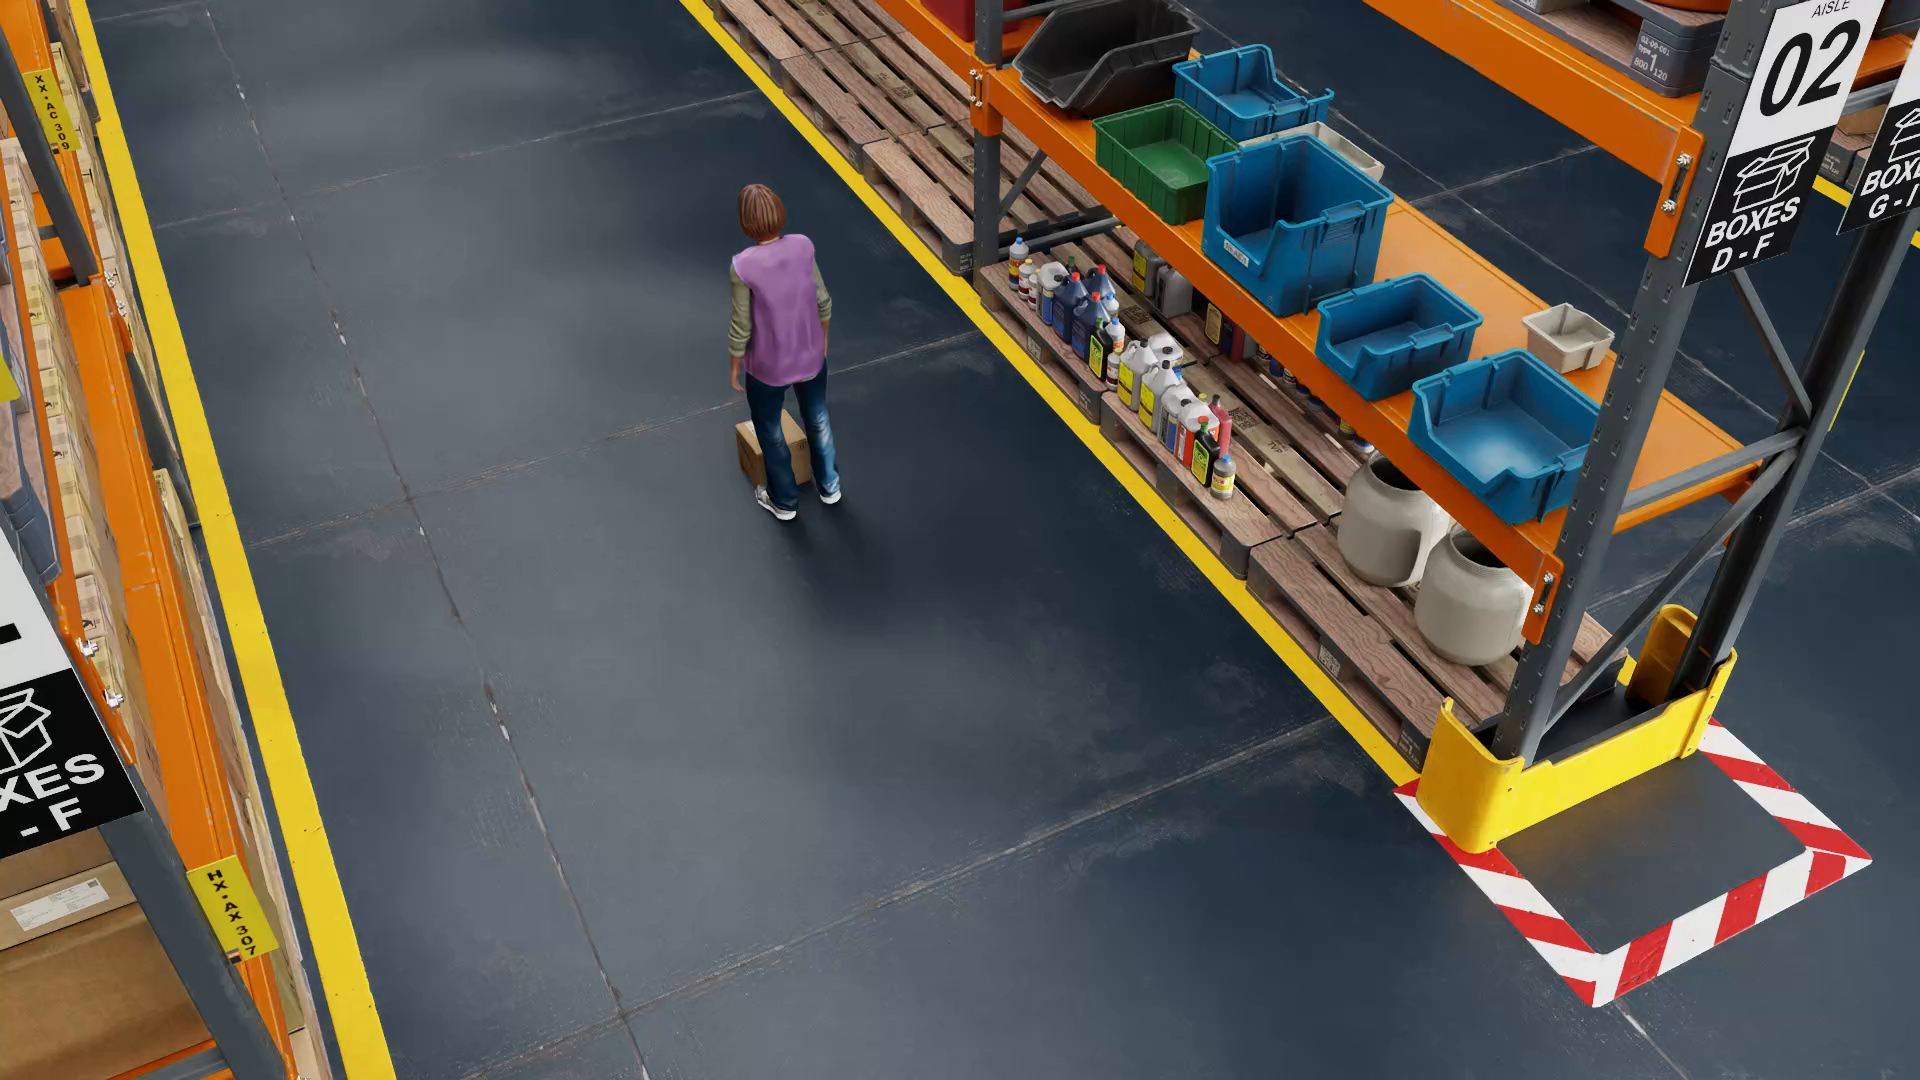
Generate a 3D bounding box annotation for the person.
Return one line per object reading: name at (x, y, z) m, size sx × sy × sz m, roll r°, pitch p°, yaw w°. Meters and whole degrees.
person at (-0.743, -0.762, 7.018) m, size 0.484 × 1.594 × 0.340 m, roll -21°, pitch 46°, yaw -22°
